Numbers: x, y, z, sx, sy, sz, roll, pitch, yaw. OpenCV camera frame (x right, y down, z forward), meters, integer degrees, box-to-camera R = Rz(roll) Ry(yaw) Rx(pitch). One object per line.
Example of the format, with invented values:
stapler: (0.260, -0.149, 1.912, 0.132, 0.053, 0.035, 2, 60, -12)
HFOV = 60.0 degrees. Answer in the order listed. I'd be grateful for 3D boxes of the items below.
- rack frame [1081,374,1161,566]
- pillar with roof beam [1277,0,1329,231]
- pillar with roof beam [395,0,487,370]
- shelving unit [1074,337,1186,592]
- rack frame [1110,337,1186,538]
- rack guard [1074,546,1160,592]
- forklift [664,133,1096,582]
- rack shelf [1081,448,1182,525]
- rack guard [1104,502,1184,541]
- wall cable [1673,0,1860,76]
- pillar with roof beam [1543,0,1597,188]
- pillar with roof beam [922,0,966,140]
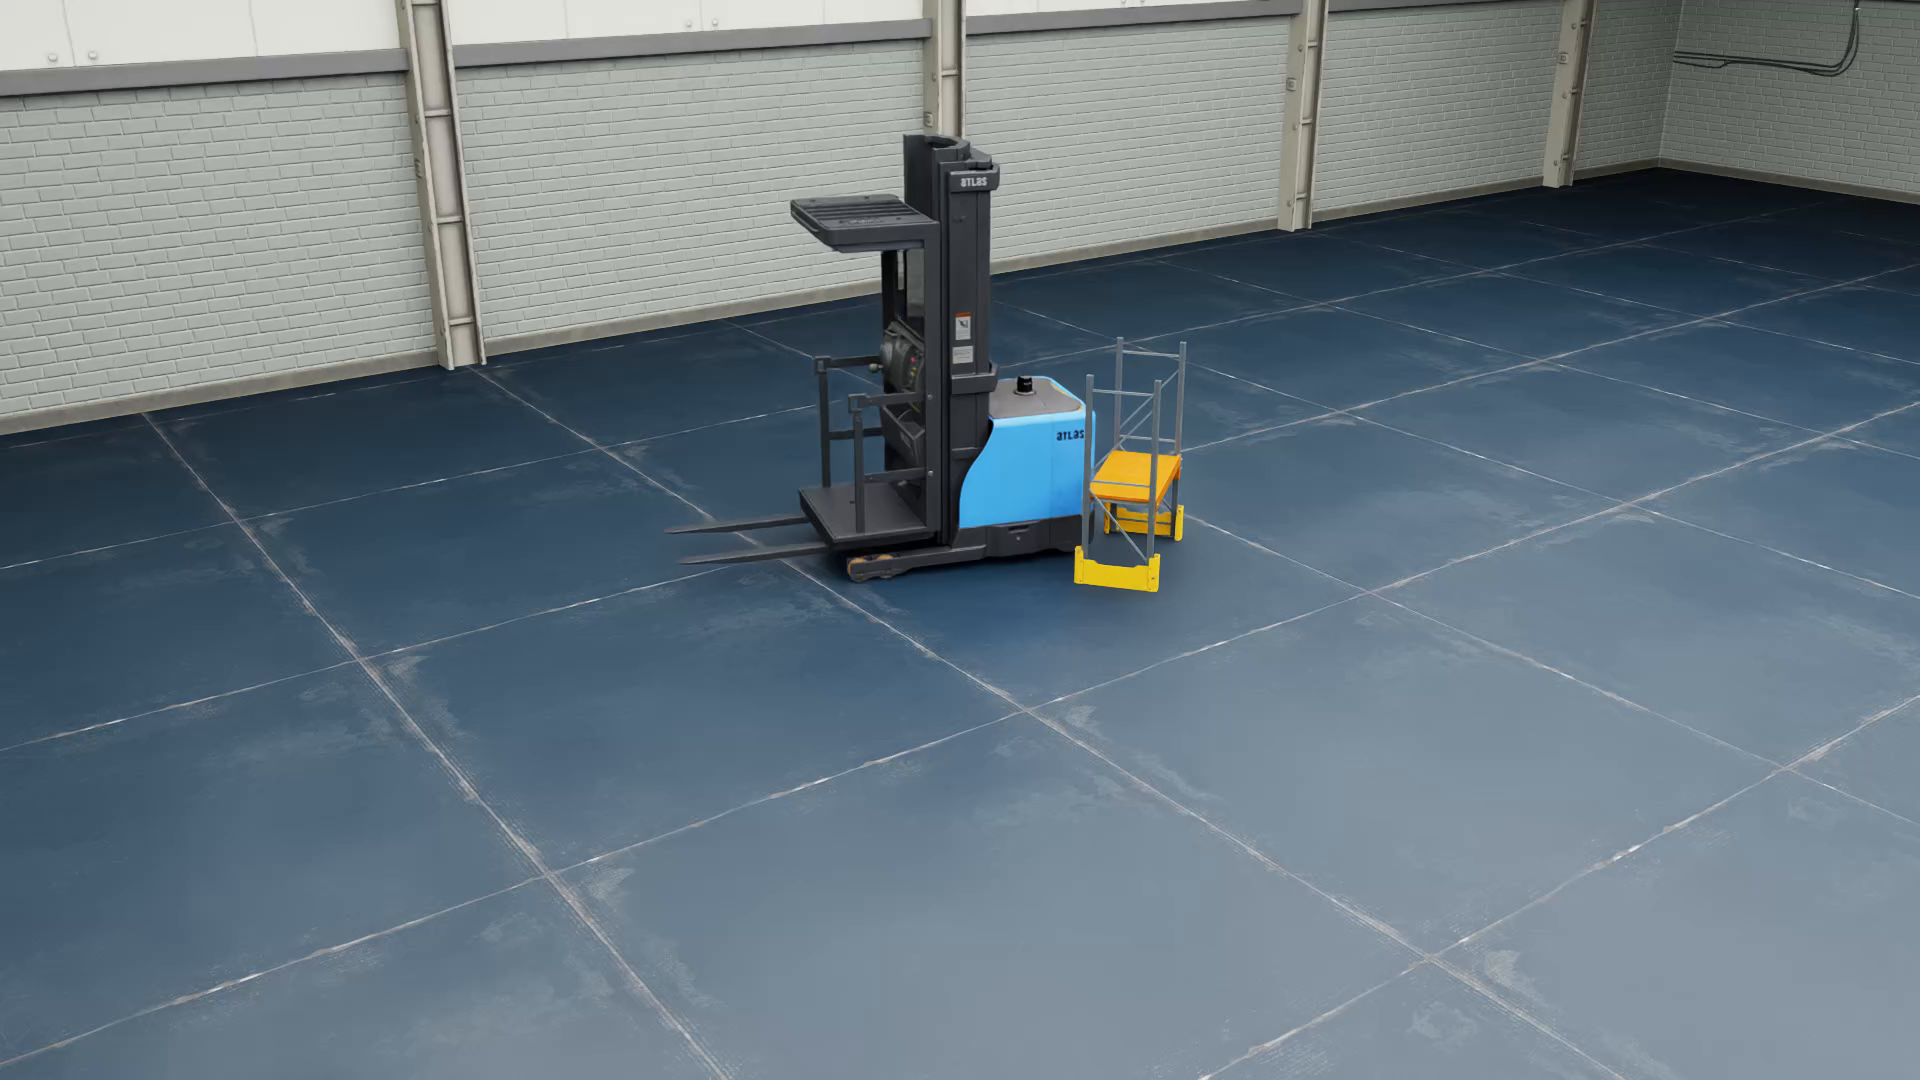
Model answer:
rack frame: (1.089, -0.380, 11.325, 0.500, 1.500, 0.032, 6, 23, 15)
pillar with roof beam: (7.205, -7.272, 18.478, 0.400, 9.000, 9.100, -15, 26, -33)
pillar with roof beam: (-2.536, -4.675, 11.969, 0.400, 9.000, 9.100, -15, 26, -33)
shelving unit: (1.230, -0.557, 11.770, 0.587, 1.500, 1.083, 6, 23, 15)
rack frame: (1.377, -0.741, 12.231, 0.500, 1.500, 0.032, 6, 23, 15)
rack guard: (1.089, 0.200, 11.558, 0.587, 0.250, 0.087, 6, 23, 15)
forklift: (-0.593, -1.284, 11.660, 3.031, 2.935, 1.130, -7, 23, -17)
rack shelf: (1.233, -0.394, 11.845, 0.538, 0.185, 1.000, 6, 23, 15)
rack guard: (1.371, -0.154, 12.445, 0.587, 0.250, 0.087, 6, 23, 15)
wall cable: (12.725, -8.663, 26.155, 0.112, 2.526, 3.097, -15, 26, -33)
pillar with roof beam: (12.075, -8.571, 21.733, 0.400, 9.000, 9.100, -15, 26, -33)
pillar with roof beam: (2.334, -5.973, 15.224, 0.400, 9.000, 9.100, -15, 26, -33)
